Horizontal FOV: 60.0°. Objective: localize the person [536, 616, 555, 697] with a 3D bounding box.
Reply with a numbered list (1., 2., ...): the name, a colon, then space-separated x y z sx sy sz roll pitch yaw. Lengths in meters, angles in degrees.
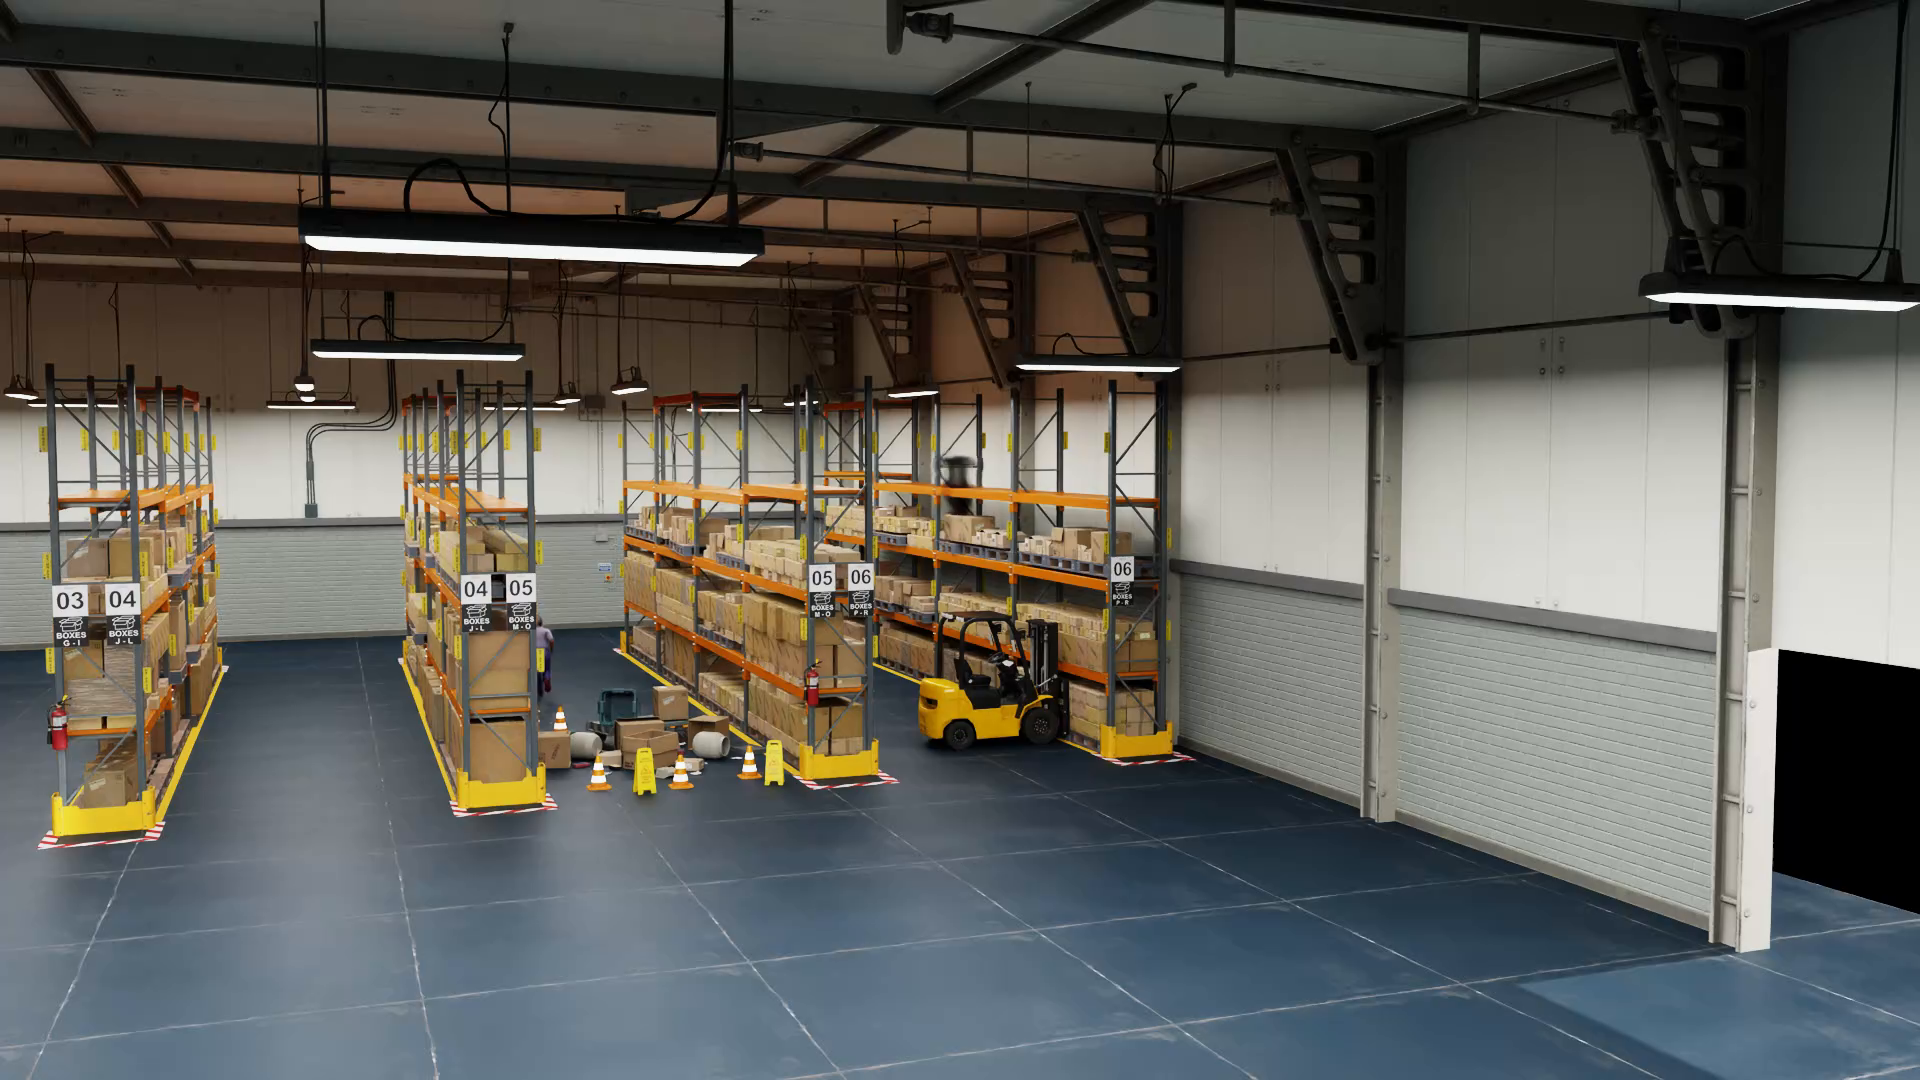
1. person: -8.282 2.295 32.700 0.612 1.595 0.577 -1 3 -13
